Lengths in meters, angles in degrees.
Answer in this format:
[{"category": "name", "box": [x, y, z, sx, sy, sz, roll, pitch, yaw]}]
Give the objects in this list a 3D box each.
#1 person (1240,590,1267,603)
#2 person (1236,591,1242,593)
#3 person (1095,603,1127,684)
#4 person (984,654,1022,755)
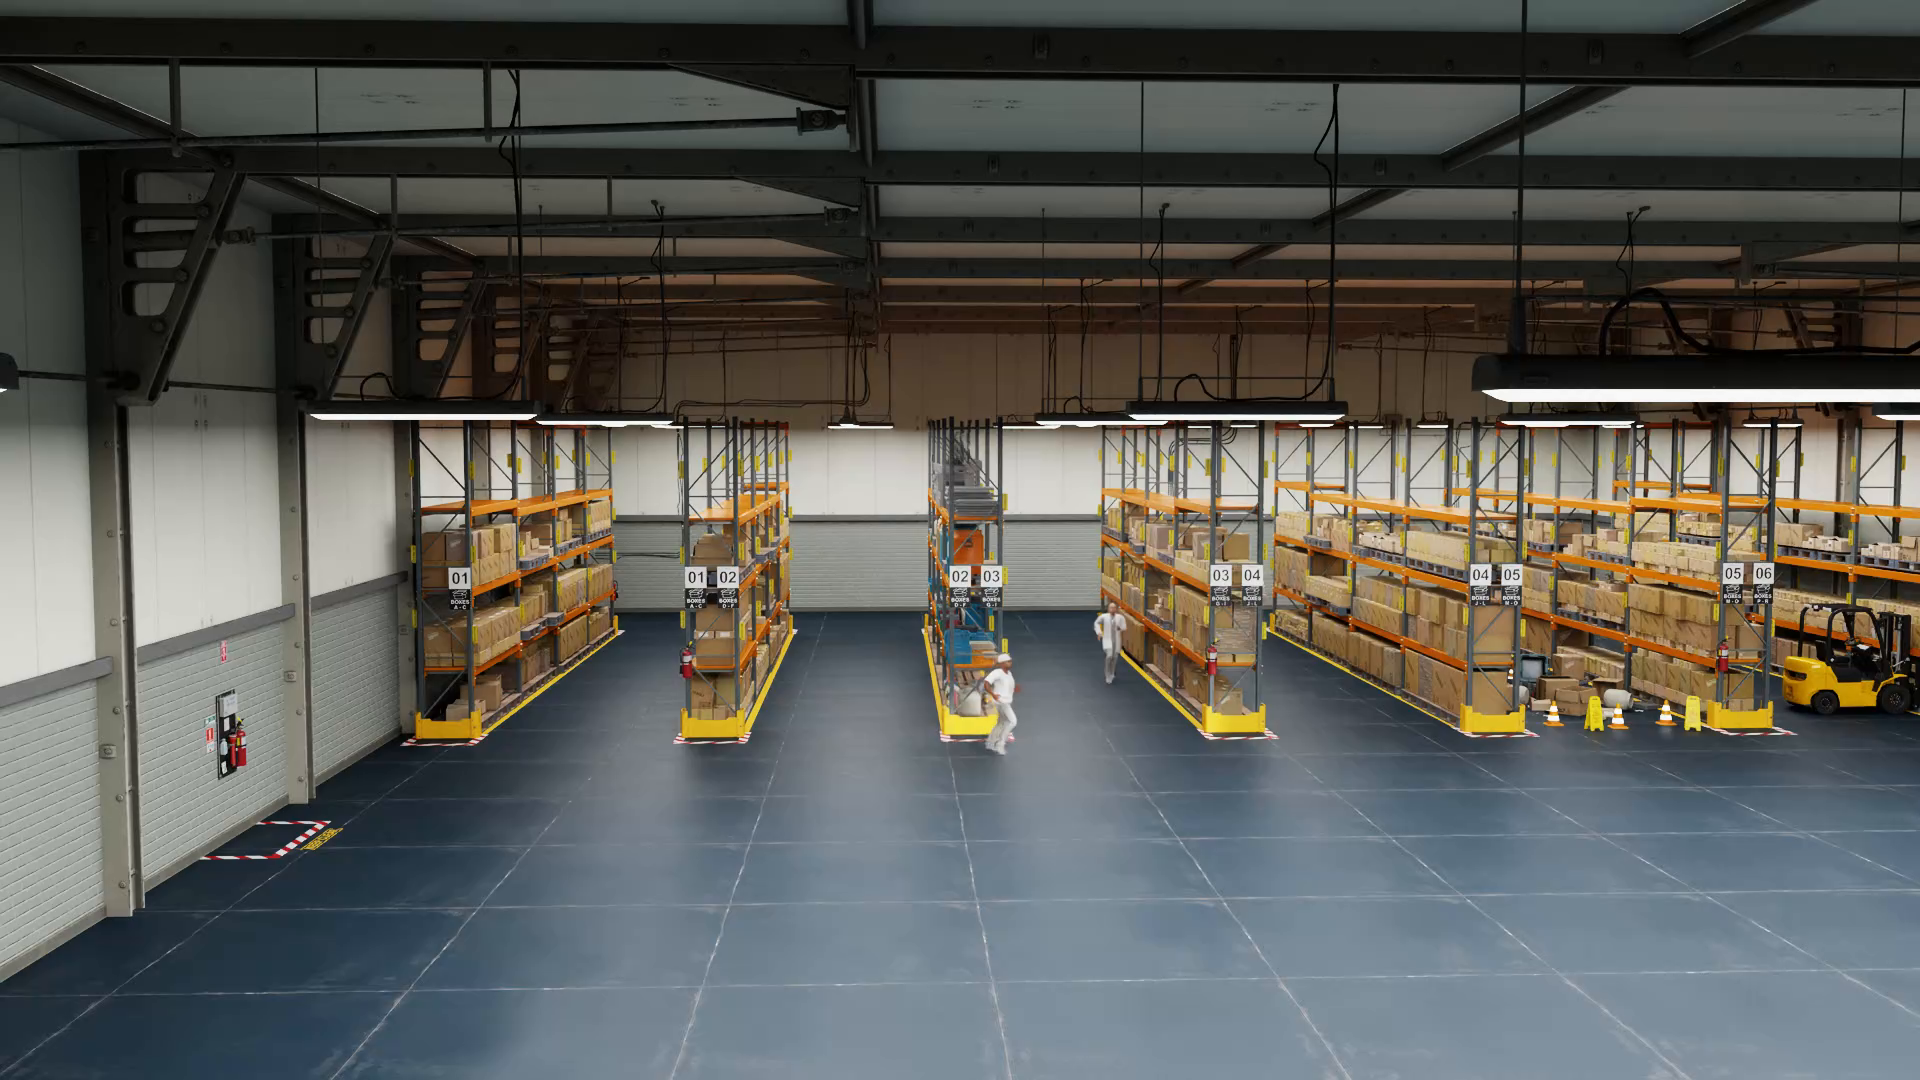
[{"category": "person", "box": [7.919, 1.885, 44.847, 0.695, 1.766, 0.970, 0, 4, -4]}, {"category": "person", "box": [7.925, 1.812, 47.605, 0.643, 1.652, 0.773, 2, 4, 29]}, {"category": "person", "box": [3.473, 2.358, 38.047, 0.667, 1.843, 0.822, -1, 4, -10]}, {"category": "person", "box": [0.770, 2.928, 29.656, 0.649, 1.792, 0.689, 1, 4, 20]}]
